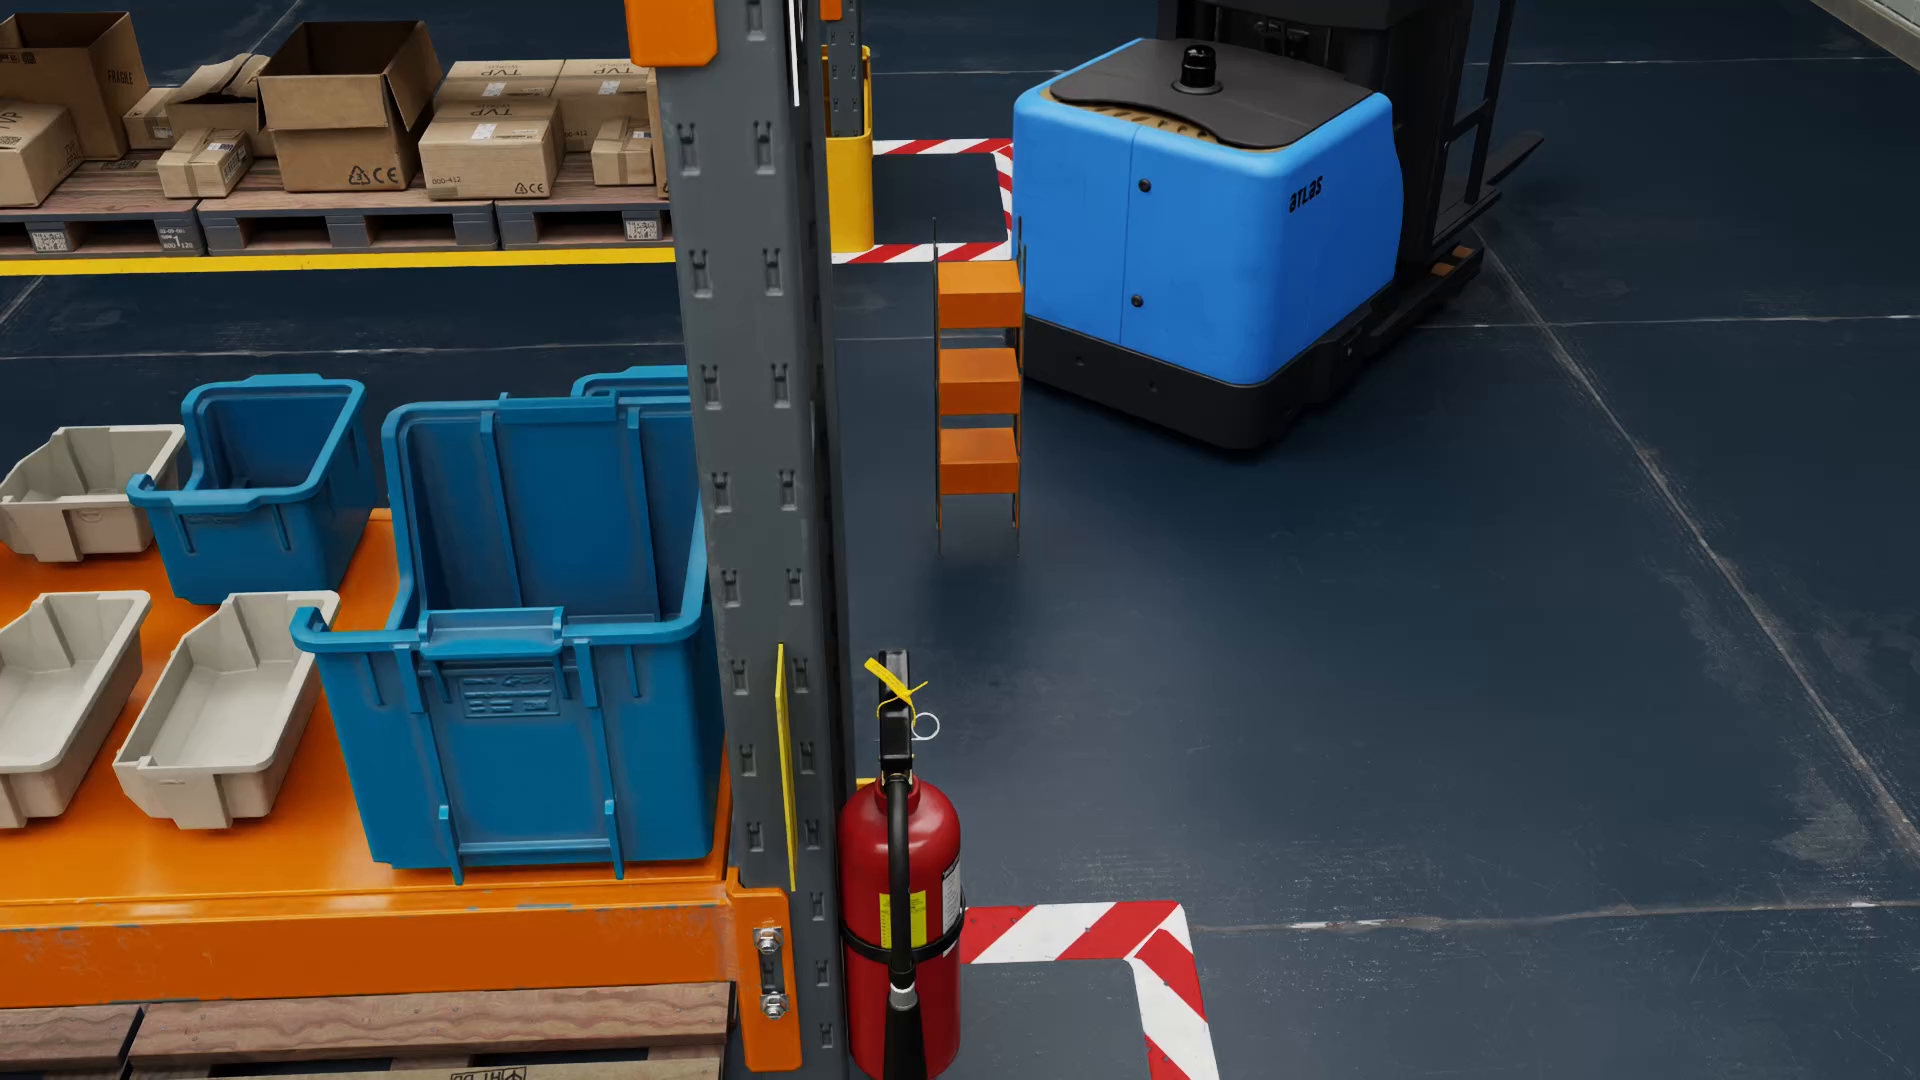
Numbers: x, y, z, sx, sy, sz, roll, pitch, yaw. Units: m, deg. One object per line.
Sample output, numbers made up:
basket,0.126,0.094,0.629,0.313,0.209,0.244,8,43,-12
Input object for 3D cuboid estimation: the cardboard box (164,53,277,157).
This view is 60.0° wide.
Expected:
cardboard box,-3.177,-1.940,7.393,0.500,0.311,0.500,-2,35,-2

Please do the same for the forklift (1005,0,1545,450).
forklift,1.456,-2.289,5.982,1.130,2.935,3.031,24,41,30

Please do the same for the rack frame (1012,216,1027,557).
rack frame,0.175,-0.436,4.958,0.008,1.050,0.200,-2,35,-2

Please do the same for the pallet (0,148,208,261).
pallet,-3.796,-1.539,7.288,1.213,0.211,1.003,-2,35,-2

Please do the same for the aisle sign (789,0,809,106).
aisle sign,-0.170,-0.864,1.578,0.004,0.787,0.394,-2,35,-2

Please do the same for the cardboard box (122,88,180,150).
cardboard box,-3.555,-1.897,7.474,0.250,0.149,0.380,-2,35,-2

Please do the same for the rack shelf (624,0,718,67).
rack shelf,-2.254,-0.843,1.829,4.000,0.370,1.077,-2,35,-2

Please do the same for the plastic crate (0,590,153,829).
plastic crate,-1.352,0.249,2.434,0.243,0.136,0.396,-2,35,-2

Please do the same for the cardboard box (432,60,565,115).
cardboard box,-2.042,-1.945,7.455,0.500,0.250,0.500,-2,35,-2

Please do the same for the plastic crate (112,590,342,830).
plastic crate,-1.062,0.249,2.433,0.243,0.136,0.396,-2,35,-2

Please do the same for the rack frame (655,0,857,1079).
rack frame,-0.256,0.040,2.556,0.127,3.000,1.000,-2,35,-2

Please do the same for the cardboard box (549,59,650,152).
cardboard box,-1.543,-1.959,7.474,0.500,0.250,0.500,-2,35,-2

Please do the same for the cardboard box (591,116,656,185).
cardboard box,-1.427,-1.677,7.140,0.250,0.166,0.380,-2,35,-2

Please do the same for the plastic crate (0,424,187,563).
plastic crate,-1.520,-0.076,2.904,0.298,0.136,0.250,-2,35,-2

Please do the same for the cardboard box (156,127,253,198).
cardboard box,-3.189,-1.601,7.030,0.250,0.166,0.380,-2,35,-2

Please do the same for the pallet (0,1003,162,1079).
pallet,-2.297,1.218,3.304,1.213,0.211,1.003,-2,35,-2

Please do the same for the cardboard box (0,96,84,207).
cardboard box,-4.053,-1.631,6.947,0.500,0.311,0.500,-2,35,-2

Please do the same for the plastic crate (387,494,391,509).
plastic crate,-0.842,-0.095,2.930,0.298,0.136,0.250,-2,35,-2

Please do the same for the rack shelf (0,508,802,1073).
rack shelf,-2.254,0.390,2.683,4.000,0.370,1.077,-2,35,-2

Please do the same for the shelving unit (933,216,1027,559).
shelving unit,0.053,-0.433,4.953,0.252,1.050,0.215,-2,35,-2

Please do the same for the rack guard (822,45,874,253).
rack guard,-0.563,-1.745,7.333,0.348,0.500,1.175,-2,35,-2

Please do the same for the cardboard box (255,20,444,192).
cardboard box,-2.606,-1.875,7.131,0.637,0.503,0.797,-2,35,-2

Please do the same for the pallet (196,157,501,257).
pallet,-2.575,-1.573,7.338,1.213,0.211,1.003,-2,35,-2

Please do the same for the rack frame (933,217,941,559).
rack frame,-0.068,-0.430,4.949,0.008,1.050,0.200,-2,35,-2

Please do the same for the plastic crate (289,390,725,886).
plastic crate,-0.581,0.116,2.362,0.499,0.435,0.616,-2,35,-2

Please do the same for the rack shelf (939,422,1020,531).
rack shelf,0.053,-0.196,5.117,0.240,0.259,0.215,-2,35,-2

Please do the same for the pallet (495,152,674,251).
pallet,-1.359,-1.604,7.383,1.213,0.211,1.003,-2,35,-2

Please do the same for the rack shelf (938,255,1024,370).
rack shelf,0.053,-0.658,4.798,0.240,0.259,0.215,-2,35,-2

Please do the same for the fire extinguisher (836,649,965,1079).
fire extinguisher,-0.084,0.480,2.316,0.183,0.674,0.296,-2,35,-2

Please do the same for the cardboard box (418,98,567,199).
cardboard box,-1.968,-1.662,7.046,0.500,0.250,0.500,-2,35,-2

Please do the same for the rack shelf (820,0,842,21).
rack shelf,-2.484,-2.426,6.751,4.000,0.370,1.077,-2,35,-2

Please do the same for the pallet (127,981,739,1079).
pallet,-1.081,1.187,3.349,1.213,0.211,1.003,-2,35,-2

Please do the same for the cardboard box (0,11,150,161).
cardboard box,-3.926,-1.997,7.310,0.500,0.500,0.500,-2,35,-2

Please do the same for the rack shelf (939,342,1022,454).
rack shelf,0.053,-0.424,4.959,0.240,0.259,0.215,-2,35,-2

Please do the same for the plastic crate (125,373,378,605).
plastic crate,-1.176,-0.078,2.821,0.300,0.233,0.416,-2,35,-2

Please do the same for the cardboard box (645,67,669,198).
cardboard box,-1.018,-1.774,6.987,0.500,0.500,0.500,-2,35,-2

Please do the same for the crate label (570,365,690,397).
crate label,-0.518,-0.096,2.847,0.303,0.233,0.416,-2,35,-2

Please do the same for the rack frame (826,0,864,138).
rack frame,-0.487,-2.775,6.624,0.127,3.000,1.000,-2,35,-2

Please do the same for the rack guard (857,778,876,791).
rack guard,-0.232,1.060,3.279,0.348,0.500,1.175,-2,35,-2

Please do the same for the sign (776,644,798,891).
sign,-0.214,0.286,2.058,0.005,0.325,0.100,-2,35,-2
